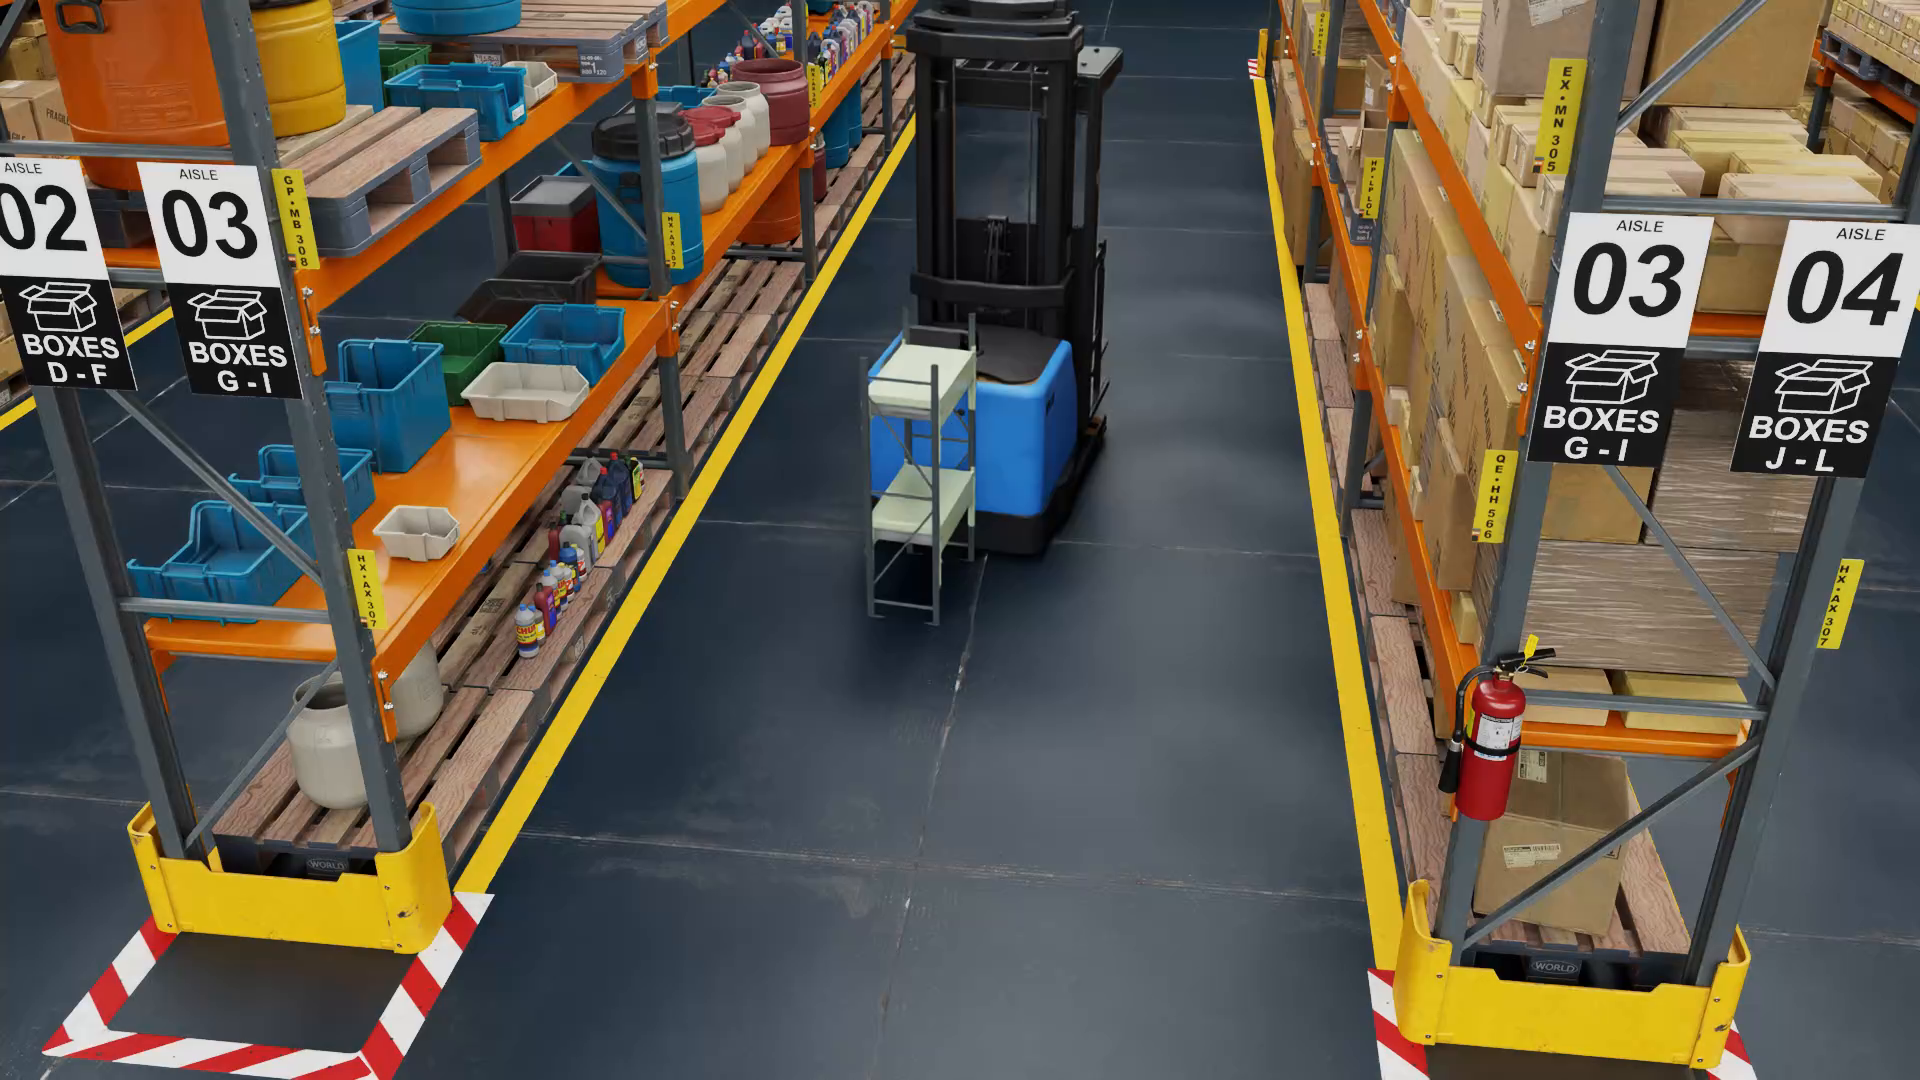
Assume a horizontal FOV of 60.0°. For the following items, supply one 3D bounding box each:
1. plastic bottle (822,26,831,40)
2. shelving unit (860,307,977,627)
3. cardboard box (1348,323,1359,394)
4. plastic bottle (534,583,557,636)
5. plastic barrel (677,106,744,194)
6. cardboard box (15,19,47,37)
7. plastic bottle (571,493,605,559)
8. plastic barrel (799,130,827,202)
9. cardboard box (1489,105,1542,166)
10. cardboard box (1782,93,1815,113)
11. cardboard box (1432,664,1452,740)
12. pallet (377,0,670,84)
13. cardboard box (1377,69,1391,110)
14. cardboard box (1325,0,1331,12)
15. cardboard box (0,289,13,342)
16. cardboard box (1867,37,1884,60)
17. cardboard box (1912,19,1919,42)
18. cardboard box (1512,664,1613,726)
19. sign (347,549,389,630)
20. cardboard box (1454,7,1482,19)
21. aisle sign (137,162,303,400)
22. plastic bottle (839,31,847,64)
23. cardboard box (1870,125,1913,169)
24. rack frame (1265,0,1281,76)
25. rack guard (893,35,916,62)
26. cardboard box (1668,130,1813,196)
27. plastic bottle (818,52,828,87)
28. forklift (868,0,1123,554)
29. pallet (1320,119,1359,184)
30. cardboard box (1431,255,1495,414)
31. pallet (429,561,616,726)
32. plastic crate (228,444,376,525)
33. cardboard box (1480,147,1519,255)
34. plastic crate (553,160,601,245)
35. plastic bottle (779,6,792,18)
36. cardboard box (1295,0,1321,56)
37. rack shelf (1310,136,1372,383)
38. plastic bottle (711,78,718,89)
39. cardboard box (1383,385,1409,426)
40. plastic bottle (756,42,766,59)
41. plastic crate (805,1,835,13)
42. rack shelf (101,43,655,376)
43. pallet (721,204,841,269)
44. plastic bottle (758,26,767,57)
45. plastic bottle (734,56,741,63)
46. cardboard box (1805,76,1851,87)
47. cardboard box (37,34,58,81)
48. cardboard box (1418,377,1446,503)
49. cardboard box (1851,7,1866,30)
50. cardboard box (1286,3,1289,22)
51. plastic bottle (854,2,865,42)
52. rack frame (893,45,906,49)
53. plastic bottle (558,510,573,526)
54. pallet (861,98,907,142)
[{"bbox_3d":[-1.203,-4.538,15.146,0.097,0.271,0.097,0,28,0],"label":"plastic bottle"},{"bbox_3d":[-0.207,-0.392,8.896,0.431,1.500,0.755,7,29,13],"label":"shelving unit"},{"bbox_3d":[2.979,-1.197,10.980,0.700,0.500,0.500,1,28,2],"label":"cardboard box"},{"bbox_3d":[-2.091,0.328,8.379,0.061,0.283,0.133,4,29,7],"label":"plastic bottle"},{"bbox_3d":[-1.701,-2.663,11.387,0.433,0.535,0.433,0,28,0],"label":"plastic barrel"},{"bbox_3d":[-10.614,-5.825,18.908,0.380,0.149,0.250,4,29,8],"label":"cardboard box"},{"bbox_3d":[-2.034,-0.082,9.068,0.144,0.351,0.185,3,28,6],"label":"plastic bottle"},{"bbox_3d":[-1.507,-3.386,14.971,0.600,0.588,0.708,3,28,6],"label":"plastic barrel"},{"bbox_3d":[2.052,-1.395,5.752,0.380,0.149,0.250,4,29,6],"label":"cardboard box"},{"bbox_3d":[8.428,-4.373,16.641,0.380,0.149,0.250,3,28,6],"label":"cardboard box"},{"bbox_3d":[2.475,0.600,7.667,0.500,0.500,0.500,6,29,11],"label":"cardboard box"},{"bbox_3d":[-2.170,-2.509,8.281,1.213,0.211,1.003,3,28,6],"label":"pallet"},{"bbox_3d":[3.232,-2.915,11.451,0.700,0.500,0.500,8,29,14],"label":"cardboard box"},{"bbox_3d":[3.491,-4.663,14.080,0.797,0.503,0.637,4,29,8],"label":"cardboard box"},{"bbox_3d":[-6.729,-1.543,11.316,0.500,0.311,0.500,3,28,6],"label":"cardboard box"},{"bbox_3d":[7.998,-4.188,14.183,0.380,0.149,0.250,2,28,4],"label":"cardboard box"},{"bbox_3d":[7.903,-4.078,13.352,0.380,0.149,0.250,5,29,9],"label":"cardboard box"},{"bbox_3d":[2.077,0.518,5.890,0.380,0.149,0.250,3,28,6],"label":"cardboard box"},{"bbox_3d":[-2.123,0.178,5.964,0.100,0.325,0.005,3,28,6],"label":"sign"},{"bbox_3d":[2.385,-2.250,7.339,0.380,0.149,0.250,4,29,8],"label":"cardboard box"},{"bbox_3d":[-2.387,-0.827,5.382,0.394,0.787,0.004,3,28,6],"label":"aisle sign"},{"bbox_3d":[-1.060,-4.433,14.939,0.061,0.283,0.133,3,28,6],"label":"plastic bottle"},{"bbox_3d":[8.145,-3.350,14.208,0.500,0.250,0.500,4,29,8],"label":"cardboard box"},{"bbox_3d":[4.208,-6.977,19.539,1.000,3.000,0.127,3,28,6],"label":"rack frame"},{"bbox_3d":[-0.718,-6.177,20.688,1.175,0.500,0.348,3,28,6],"label":"rack guard"},{"bbox_3d":[2.547,-1.235,5.454,0.380,0.149,0.250,3,28,5],"label":"cardboard box"},{"bbox_3d":[-1.168,-4.020,14.172,0.061,0.283,0.133,3,28,6],"label":"plastic bottle"},{"bbox_3d":[0.341,-1.891,10.170,1.130,2.935,3.031,7,29,13],"label":"forklift"},{"bbox_3d":[3.246,-2.786,11.960,1.213,0.211,1.003,3,28,6],"label":"pallet"},{"bbox_3d":[2.189,-0.805,6.609,0.500,0.500,0.500,3,28,6],"label":"cardboard box"},{"bbox_3d":[-2.449,0.501,8.598,1.003,0.211,1.213,3,28,6],"label":"pallet"},{"bbox_3d":[-2.819,-0.227,7.165,0.499,0.251,0.408,3,28,6],"label":"plastic crate"},{"bbox_3d":[2.112,-1.177,5.768,0.500,0.250,0.500,4,29,7],"label":"cardboard box"},{"bbox_3d":[-2.352,-2.147,10.589,0.392,0.384,0.575,3,28,6],"label":"plastic crate"},{"bbox_3d":[-1.678,-4.960,15.924,0.152,0.276,0.135,3,28,6],"label":"plastic bottle"},{"bbox_3d":[3.352,-4.700,15.206,0.500,0.500,0.500,3,28,6],"label":"cardboard box"},{"bbox_3d":[2.982,-1.954,10.972,1.077,0.370,4.000,3,28,6],"label":"rack shelf"},{"bbox_3d":[-2.030,-3.681,13.629,0.097,0.201,0.097,0,28,0],"label":"plastic bottle"},{"bbox_3d":[2.273,-0.665,8.086,0.380,0.149,0.250,3,28,6],"label":"cardboard box"},{"bbox_3d":[-1.756,-4.280,14.655,0.061,0.283,0.133,3,28,6],"label":"plastic bottle"},{"bbox_3d":[-1.479,-5.641,17.012,0.392,0.384,0.575,3,28,6],"label":"plastic crate"},{"bbox_3d":[-2.423,-1.679,7.300,1.077,0.370,4.000,3,28,6],"label":"rack shelf"},{"bbox_3d":[-1.633,-2.645,14.438,1.003,0.211,1.213,3,28,6],"label":"pallet"},{"bbox_3d":[-1.816,-4.532,15.135,0.097,0.271,0.097,0,28,0],"label":"plastic bottle"},{"bbox_3d":[-1.930,-4.064,14.341,0.097,0.201,0.097,0,28,0],"label":"plastic bottle"},{"bbox_3d":[9.023,-4.721,17.286,0.380,0.149,0.250,2,28,4],"label":"cardboard box"},{"bbox_3d":[-10.772,-5.625,19.221,0.700,0.500,0.500,3,28,6],"label":"cardboard box"},{"bbox_3d":[2.388,-0.353,6.824,0.875,0.500,0.500,3,28,6],"label":"cardboard box"},{"bbox_3d":[8.062,-4.562,14.563,0.380,0.149,0.250,4,29,7],"label":"cardboard box"},{"bbox_3d":[3.461,-5.268,16.631,0.380,0.149,0.250,4,29,7],"label":"cardboard box"},{"bbox_3d":[-0.986,-4.909,15.751,0.144,0.351,0.185,3,28,6],"label":"plastic bottle"},{"bbox_3d":[-0.708,-7.265,20.073,1.000,3.000,0.127,3,28,6],"label":"rack frame"},{"bbox_3d":[-2.139,-0.046,9.073,0.061,0.283,0.133,3,28,6],"label":"plastic bottle"},{"bbox_3d":[-1.147,-4.503,17.886,1.003,0.211,1.213,3,28,6],"label":"pallet"}]
